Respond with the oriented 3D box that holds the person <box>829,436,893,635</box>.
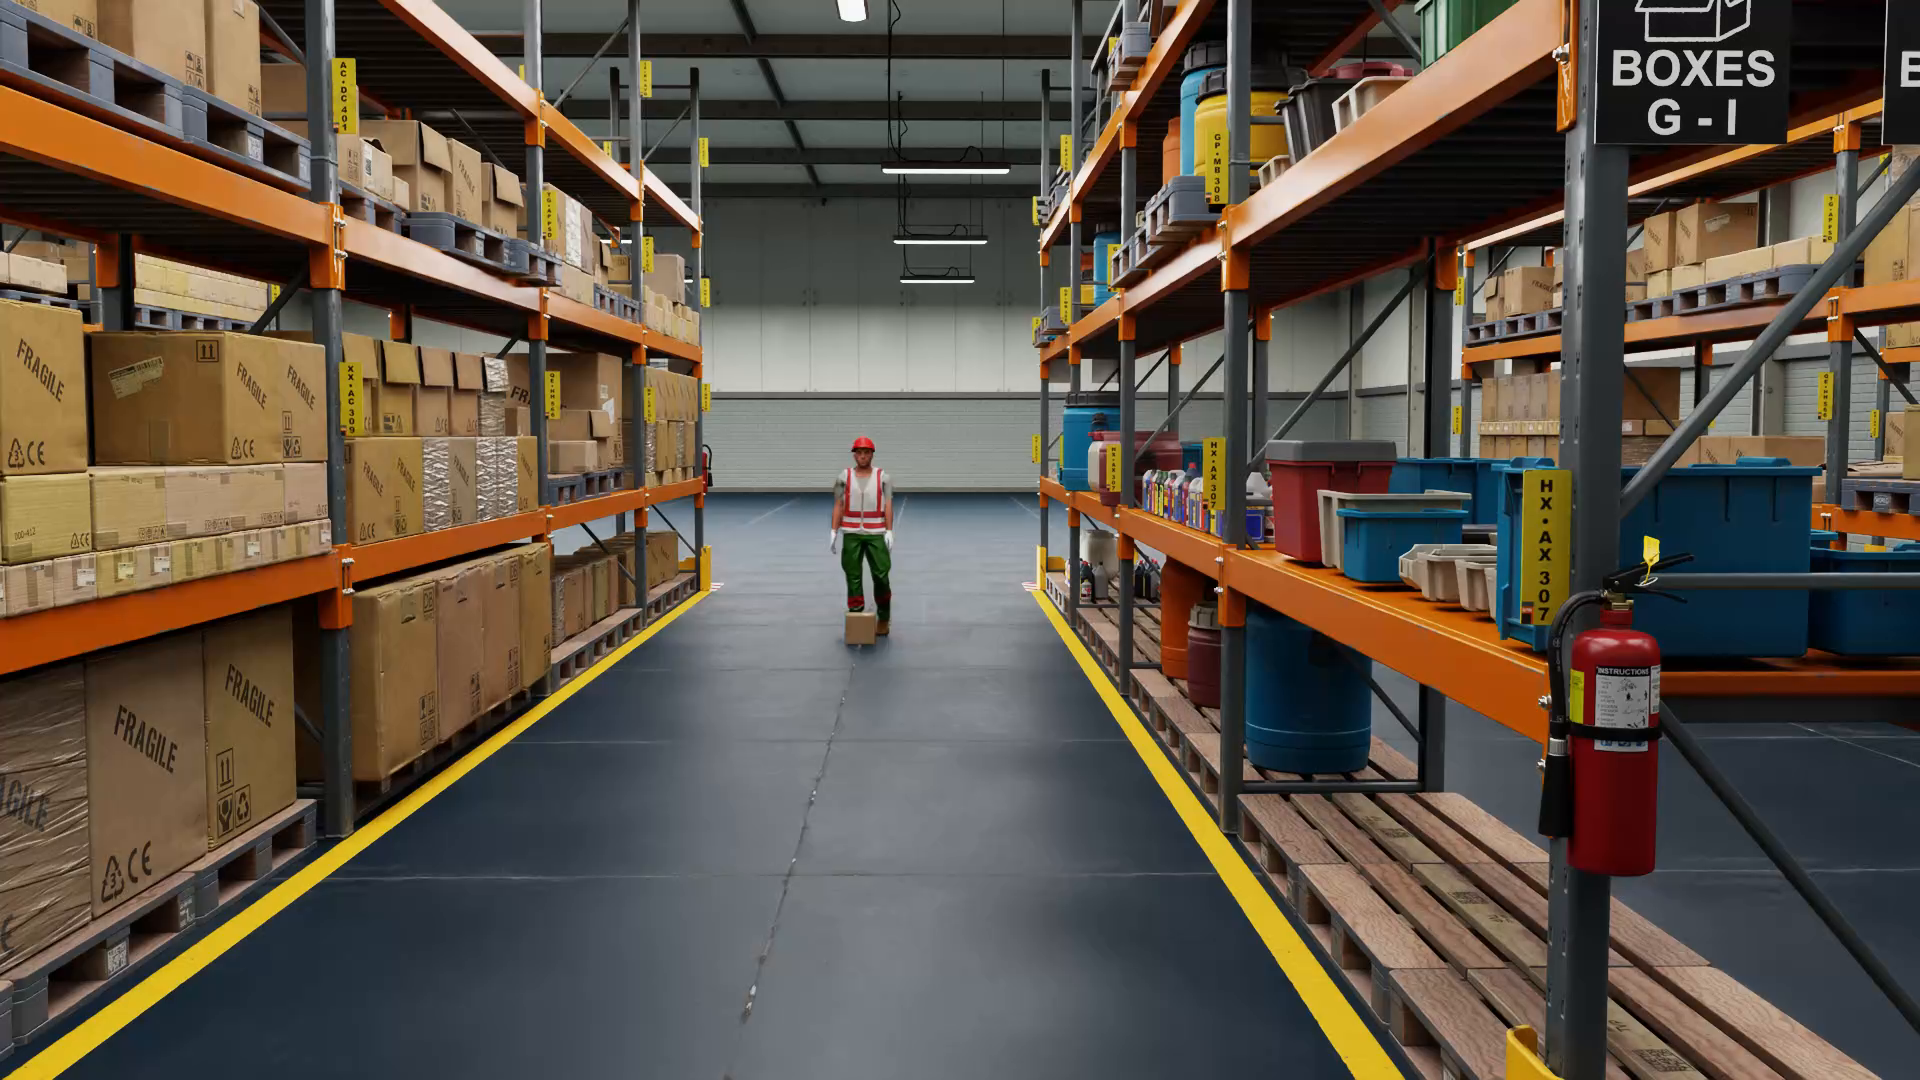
[{"bbox_3d":[-0.888,-0.028,14.920,0.577,1.805,0.563,0,4,-2],"label":"person"}]
